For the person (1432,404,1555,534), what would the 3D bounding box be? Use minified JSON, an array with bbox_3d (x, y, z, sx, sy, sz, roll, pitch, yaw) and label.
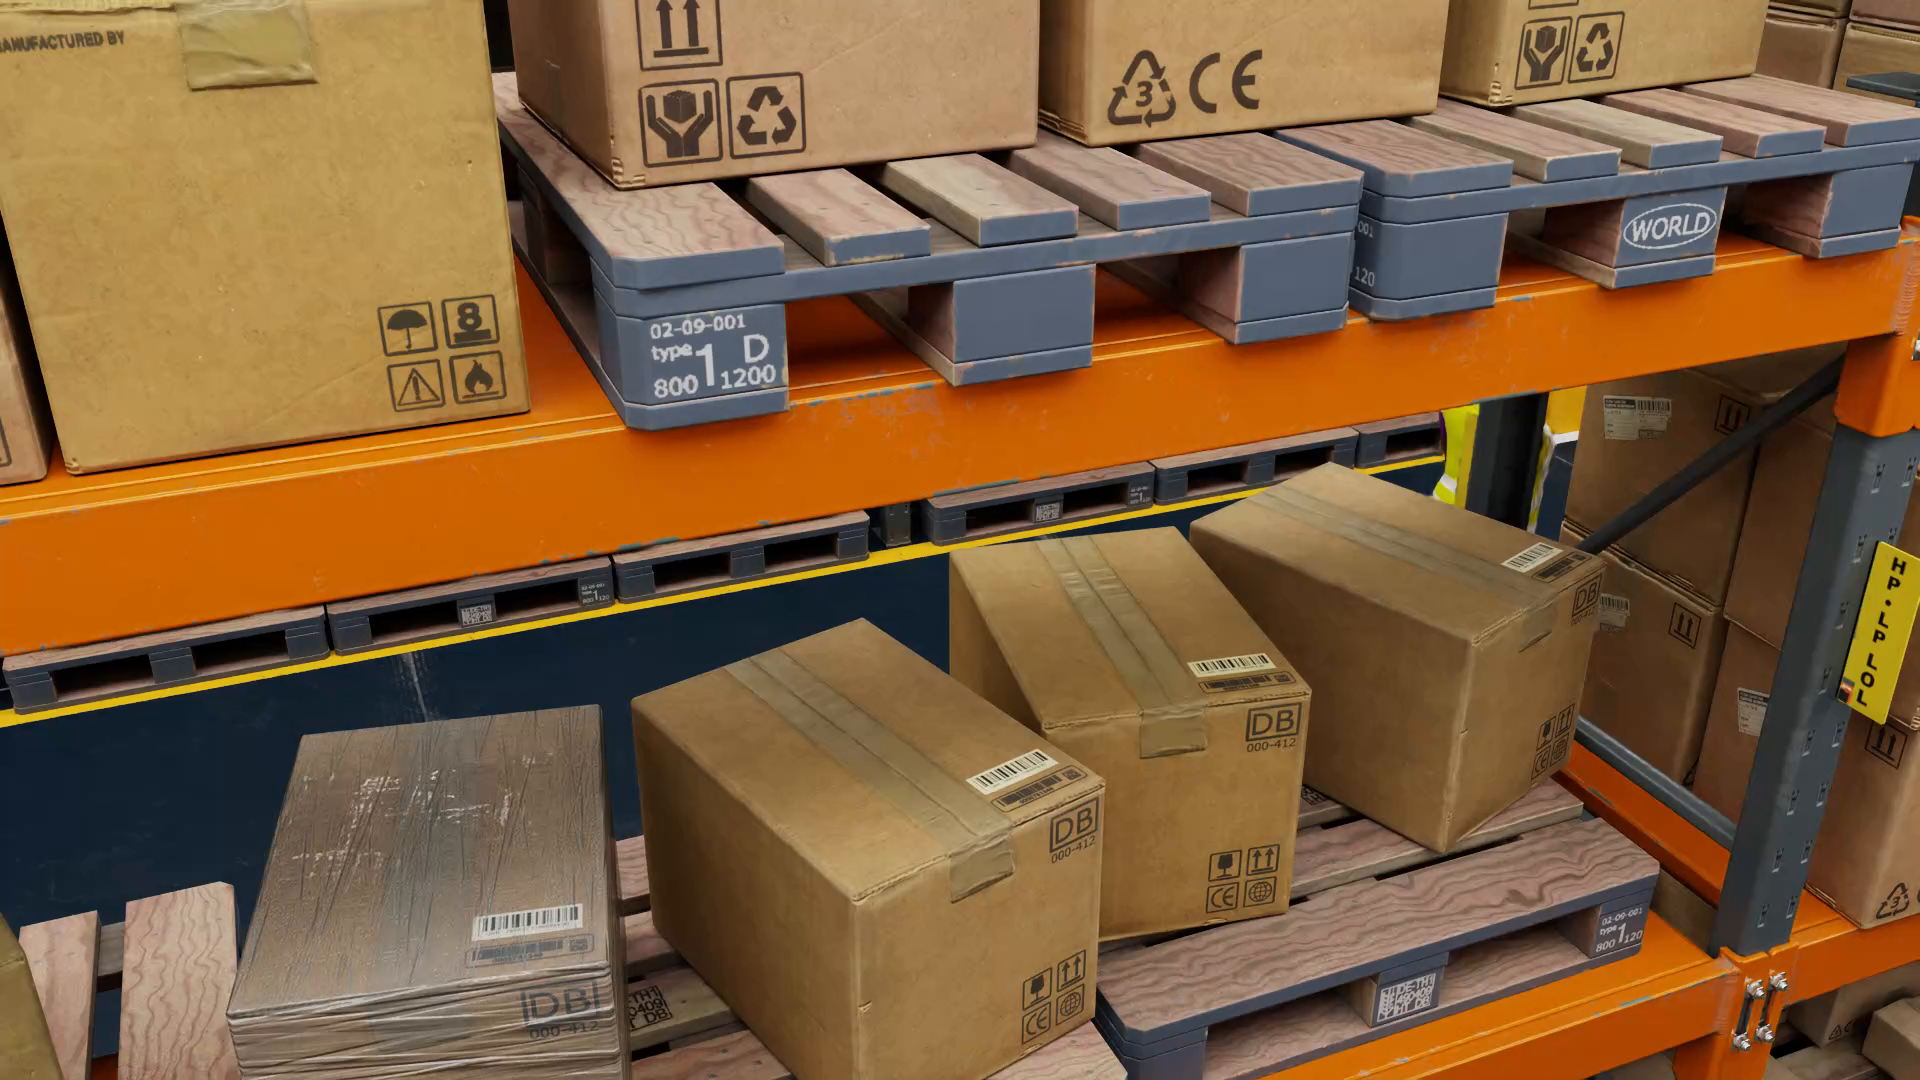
[{"bbox_3d":[1.993,-0.032,6.161,0.762,1.799,0.624,-7,27,-14],"label":"person"}]
